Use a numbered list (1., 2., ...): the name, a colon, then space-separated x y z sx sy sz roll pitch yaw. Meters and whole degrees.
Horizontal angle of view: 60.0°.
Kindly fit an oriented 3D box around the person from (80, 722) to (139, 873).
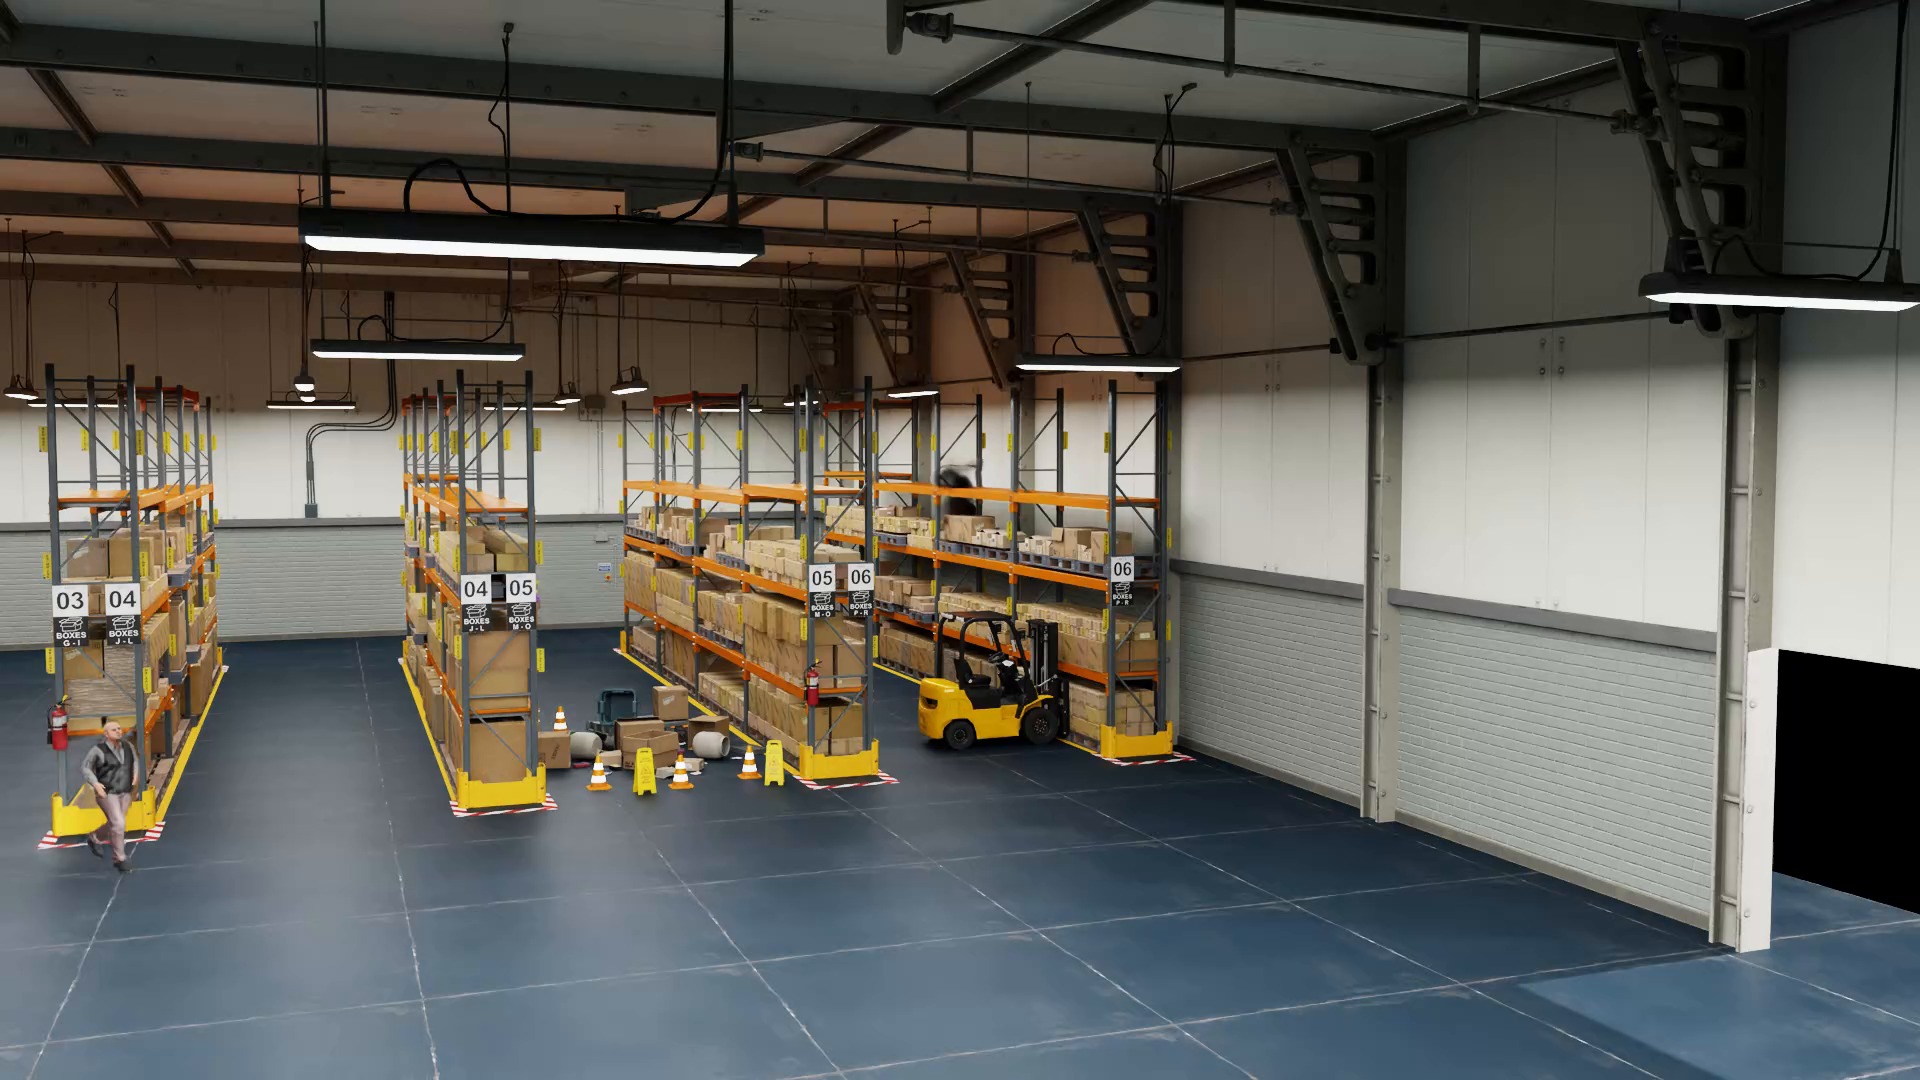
1. person: -9.990 2.995 19.581 0.843 1.743 0.671 2 4 28
